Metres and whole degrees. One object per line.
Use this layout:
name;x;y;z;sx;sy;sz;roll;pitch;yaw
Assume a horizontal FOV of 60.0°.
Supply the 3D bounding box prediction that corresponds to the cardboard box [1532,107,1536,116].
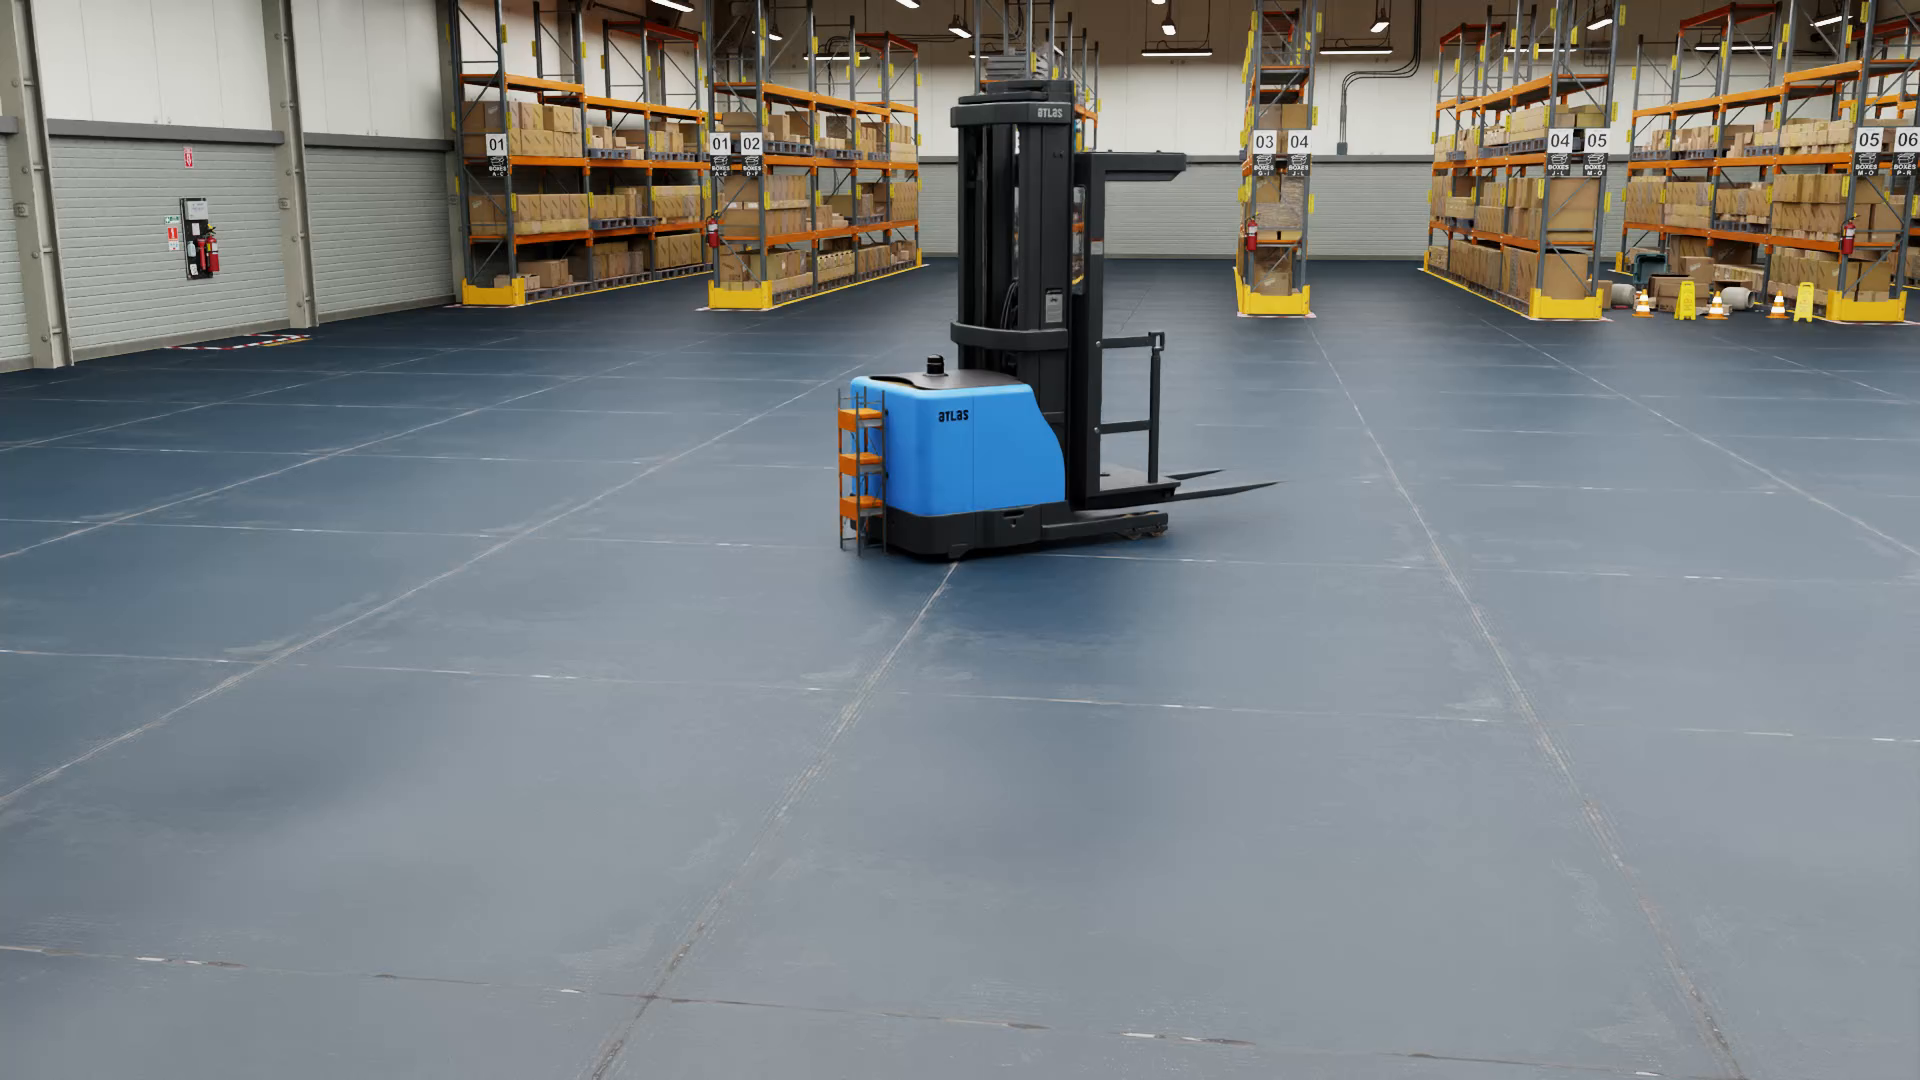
cardboard box;10.420;-7.629;29.621;0.380;0.149;0.250;2;12;9

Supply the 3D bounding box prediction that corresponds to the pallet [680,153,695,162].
pallet;-7.270;-9.690;42.173;0.805;0.209;1.217;1;12;6

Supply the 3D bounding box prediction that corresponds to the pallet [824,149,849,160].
pallet;-3.082;-8.515;36.711;1.003;0.211;1.213;2;12;11

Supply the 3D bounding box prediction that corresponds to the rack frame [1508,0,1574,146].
rack frame;11.161;-9.114;31.924;1.000;3.000;0.127;2;12;9

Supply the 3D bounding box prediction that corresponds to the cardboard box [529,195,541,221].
cardboard box;-8.567;-6.507;32.597;0.500;0.500;0.500;2;12;9

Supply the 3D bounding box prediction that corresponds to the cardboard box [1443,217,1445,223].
cardboard box;12.312;-8.012;41.648;0.380;0.149;0.250;1;12;6

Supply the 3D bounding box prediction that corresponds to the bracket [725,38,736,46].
bracket;-6.715;-14.527;48.498;0.235;0.232;0.430;2;12;9

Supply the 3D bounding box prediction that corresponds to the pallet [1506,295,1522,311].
pallet;10.781;-4.408;30.946;1.003;0.211;1.213;2;12;9

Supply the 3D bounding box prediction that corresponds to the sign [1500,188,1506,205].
sign;10.623;-6.724;32.515;0.100;0.325;0.005;2;12;9

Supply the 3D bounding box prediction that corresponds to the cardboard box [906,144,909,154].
cardboard box;-1.651;-10.497;44.631;0.500;0.250;0.500;2;12;9

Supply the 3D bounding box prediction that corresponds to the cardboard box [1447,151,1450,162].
cardboard box;12.288;-9.454;40.979;0.500;0.250;0.500;2;12;8

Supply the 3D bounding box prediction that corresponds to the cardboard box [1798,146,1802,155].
cardboard box;15.675;-7.170;30.620;0.380;0.149;0.250;2;12;10

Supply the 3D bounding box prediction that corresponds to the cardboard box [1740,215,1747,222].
cardboard box;16.153;-6.561;33.916;0.380;0.149;0.250;2;12;10

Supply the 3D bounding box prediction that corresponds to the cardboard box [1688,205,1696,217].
cardboard box;16.640;-7.369;37.236;0.500;0.250;0.500;2;12;7

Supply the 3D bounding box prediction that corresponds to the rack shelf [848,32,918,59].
rack shelf;-1.974;-12.972;43.646;1.077;0.370;4.000;2;12;9

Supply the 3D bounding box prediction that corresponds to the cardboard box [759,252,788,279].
cardboard box;-3.686;-5.393;32.648;0.500;0.500;0.500;2;12;9

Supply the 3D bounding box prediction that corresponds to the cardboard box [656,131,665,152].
cardboard box;-7.647;-9.737;40.654;0.700;0.500;0.500;3;12;12

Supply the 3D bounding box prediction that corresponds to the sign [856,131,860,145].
sign;-2.350;-9.256;38.286;0.100;0.325;0.005;2;12;9

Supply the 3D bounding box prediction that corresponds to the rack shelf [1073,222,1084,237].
rack shelf;2.304;-7.421;40.016;1.077;0.370;4.000;2;12;9

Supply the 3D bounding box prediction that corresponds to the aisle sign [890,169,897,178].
aisle sign;-1.946;-10.478;46.320;0.394;0.787;0.004;2;12;9

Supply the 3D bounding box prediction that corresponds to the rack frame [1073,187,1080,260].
rack frame;3.227;-9.022;45.736;1.000;3.000;0.127;2;12;9

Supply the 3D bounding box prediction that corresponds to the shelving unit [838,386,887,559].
shelving unit;-0.618;-0.430;10.496;0.215;1.050;0.252;-7;14;-30

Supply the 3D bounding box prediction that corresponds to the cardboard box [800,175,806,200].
cardboard box;-3.574;-7.275;34.316;0.700;0.500;0.500;2;12;9

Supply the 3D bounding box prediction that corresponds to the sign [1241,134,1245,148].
sign;6.957;-9.804;40.830;0.100;0.325;0.005;2;12;9

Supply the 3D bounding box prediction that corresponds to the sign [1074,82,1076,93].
sign;2.541;-10.115;37.334;0.100;0.325;0.005;2;12;9

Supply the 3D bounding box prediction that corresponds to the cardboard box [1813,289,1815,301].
cardboard box;15.398;-4.355;29.612;0.500;0.250;0.500;2;12;9

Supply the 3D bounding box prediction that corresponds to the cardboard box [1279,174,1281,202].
cardboard box;6.098;-6.423;30.361;0.500;0.500;0.500;2;12;9

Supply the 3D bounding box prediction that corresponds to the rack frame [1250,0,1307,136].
rack frame;6.276;-9.296;32.768;1.000;3.000;0.127;2;12;9

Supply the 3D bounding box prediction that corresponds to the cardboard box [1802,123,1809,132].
cardboard box;15.581;-7.504;30.275;0.380;0.149;0.250;1;12;7

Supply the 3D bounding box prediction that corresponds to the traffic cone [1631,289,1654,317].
traffic cone;12.031;-4.173;29.260;0.336;0.463;0.334;2;12;9

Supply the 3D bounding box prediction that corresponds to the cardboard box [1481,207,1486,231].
cardboard box;11.287;-6.767;35.038;0.500;0.500;0.500;2;12;9

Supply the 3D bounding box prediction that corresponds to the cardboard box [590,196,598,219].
cardboard box;-8.296;-7.214;36.064;0.700;0.500;0.500;2;12;9

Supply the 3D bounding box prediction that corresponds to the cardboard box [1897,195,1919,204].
cardboard box;21.828;-7.600;37.906;0.700;0.500;0.500;2;12;9

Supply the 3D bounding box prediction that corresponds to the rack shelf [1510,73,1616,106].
rack shelf;10.853;-8.151;30.111;1.077;0.370;4.000;2;12;9

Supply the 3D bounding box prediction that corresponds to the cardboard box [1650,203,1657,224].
cardboard box;17.190;-7.968;40.611;0.500;0.500;0.500;2;12;7

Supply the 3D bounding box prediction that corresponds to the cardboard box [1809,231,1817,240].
cardboard box;15.426;-5.440;29.712;0.380;0.149;0.250;2;12;8

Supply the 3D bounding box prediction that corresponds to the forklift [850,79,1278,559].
forklift;0.800;-1.522;11.101;3.031;2.935;1.130;-7;14;-30

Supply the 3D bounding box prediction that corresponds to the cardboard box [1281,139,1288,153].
cardboard box;5.990;-7.016;29.662;0.500;0.250;0.500;2;12;10

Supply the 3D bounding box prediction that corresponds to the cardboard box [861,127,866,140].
cardboard box;-2.635;-9.739;40.475;0.600;0.600;0.600;1;12;6

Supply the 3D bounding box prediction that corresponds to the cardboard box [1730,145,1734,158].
cardboard box;16.427;-8.162;34.946;0.396;0.266;0.258;2;12;9

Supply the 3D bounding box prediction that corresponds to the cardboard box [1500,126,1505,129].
cardboard box;12.190;-9.086;36.860;0.396;0.266;0.258;2;12;9

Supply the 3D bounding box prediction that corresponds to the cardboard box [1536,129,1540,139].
cardboard box;10.340;-7.133;29.212;0.380;0.149;0.250;2;12;9

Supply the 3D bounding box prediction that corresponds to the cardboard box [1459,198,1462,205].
cardboard box;11.517;-7.667;37.636;0.380;0.149;0.250;2;12;10

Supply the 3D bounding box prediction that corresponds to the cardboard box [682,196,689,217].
cardboard box;-7.154;-8.399;41.855;0.500;0.500;0.500;2;12;9

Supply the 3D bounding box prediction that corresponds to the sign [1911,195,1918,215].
sign;15.989;-5.615;27.874;0.100;0.325;0.005;2;12;9

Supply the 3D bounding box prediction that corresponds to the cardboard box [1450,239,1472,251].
cardboard box;12.017;-7.051;39.750;0.500;0.250;0.500;1;12;6

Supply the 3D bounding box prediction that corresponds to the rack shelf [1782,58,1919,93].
rack shelf;15.760;-8.205;29.422;1.077;0.370;4.000;2;12;9

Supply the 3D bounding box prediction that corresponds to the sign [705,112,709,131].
sign;-4.662;-7.733;30.723;0.100;0.325;0.005;2;12;9

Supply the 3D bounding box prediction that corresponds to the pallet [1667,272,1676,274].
pallet;17.254;-6.181;39.174;1.003;0.211;1.213;2;12;9

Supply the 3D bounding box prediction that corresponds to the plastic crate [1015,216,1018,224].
plastic crate;1.175;-6.389;33.664;0.767;0.338;0.504;2;12;9

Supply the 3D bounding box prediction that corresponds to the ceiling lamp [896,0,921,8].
ceiling lamp;-0.863;-12.355;33.106;0.800;3.185;2.000;2;12;9
